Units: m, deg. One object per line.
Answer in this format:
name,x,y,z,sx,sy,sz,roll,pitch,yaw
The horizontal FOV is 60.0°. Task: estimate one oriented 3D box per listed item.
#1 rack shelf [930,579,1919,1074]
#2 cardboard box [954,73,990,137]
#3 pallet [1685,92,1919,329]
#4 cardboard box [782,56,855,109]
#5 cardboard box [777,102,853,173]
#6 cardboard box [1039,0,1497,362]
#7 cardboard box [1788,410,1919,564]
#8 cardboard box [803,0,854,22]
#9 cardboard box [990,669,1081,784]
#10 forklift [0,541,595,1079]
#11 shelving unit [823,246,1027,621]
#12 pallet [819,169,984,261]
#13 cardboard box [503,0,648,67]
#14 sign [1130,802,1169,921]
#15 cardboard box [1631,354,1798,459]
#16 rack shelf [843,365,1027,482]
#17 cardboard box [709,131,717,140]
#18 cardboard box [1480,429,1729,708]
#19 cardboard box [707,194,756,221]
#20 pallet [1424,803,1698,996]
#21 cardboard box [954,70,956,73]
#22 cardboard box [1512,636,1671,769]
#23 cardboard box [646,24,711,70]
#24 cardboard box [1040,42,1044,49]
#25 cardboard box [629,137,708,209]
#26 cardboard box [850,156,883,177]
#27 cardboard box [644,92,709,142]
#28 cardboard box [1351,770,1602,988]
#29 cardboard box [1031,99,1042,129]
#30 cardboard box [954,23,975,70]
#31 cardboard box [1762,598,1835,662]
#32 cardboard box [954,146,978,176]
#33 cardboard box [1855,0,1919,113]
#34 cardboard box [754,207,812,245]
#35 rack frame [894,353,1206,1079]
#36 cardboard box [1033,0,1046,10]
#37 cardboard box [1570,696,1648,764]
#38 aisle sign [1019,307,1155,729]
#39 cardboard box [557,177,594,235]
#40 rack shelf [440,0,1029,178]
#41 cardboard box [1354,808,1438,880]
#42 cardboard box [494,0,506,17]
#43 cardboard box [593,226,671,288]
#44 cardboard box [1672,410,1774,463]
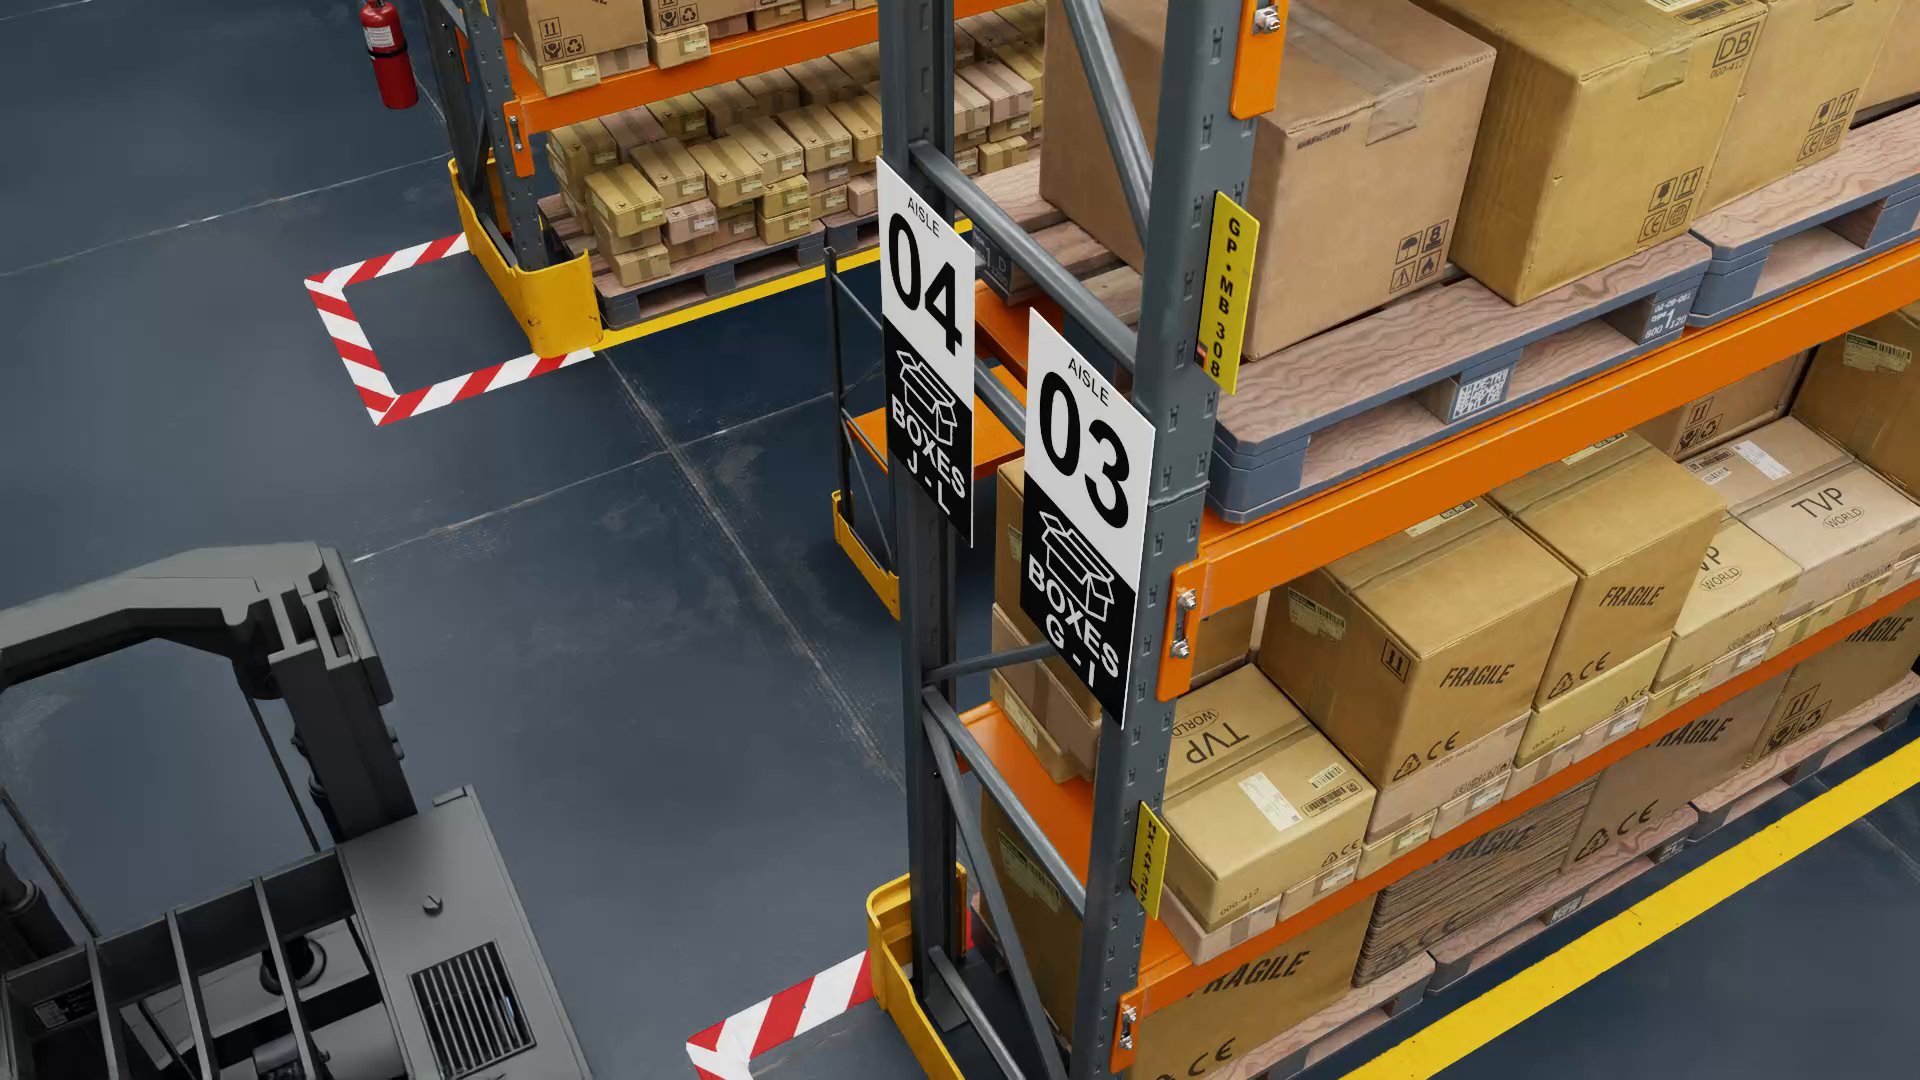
rack shelf,1.875,0.269,5.265,4.000,0.370,1.077,-22,48,-21
cardboard box,-0.048,-2.277,8.690,0.250,0.149,0.380,-23,49,-22
pallet,1.838,-1.030,3.997,1.213,0.211,1.003,-22,48,-21
cardboard box,-0.757,-2.425,8.843,0.250,0.149,0.380,-23,49,-22
cardboard box,-0.739,-2.048,8.454,0.250,0.149,0.380,-20,48,-19
cardboard box,0.565,-0.807,3.258,0.500,0.500,0.700,-25,49,-23
cardboard box,2.909,-0.243,5.171,0.500,0.250,0.500,-20,48,-20
cardboard box,-0.707,-2.645,7.931,0.250,0.149,0.380,-23,49,-22
cardboard box,0.285,0.472,4.719,0.250,0.149,0.380,-21,48,-20
forklift,-1.250,1.559,3.469,1.130,2.935,3.031,-20,48,-20
shelving unit,0.066,-0.565,6.684,1.083,1.500,0.587,-22,48,-21
pallet,-0.398,-2.032,9.122,1.213,0.211,1.003,-22,48,-21
cardboard box,-1.716,-2.457,7.272,0.500,0.500,0.500,-20,47,-19
sign,0.412,0.703,3.623,0.005,0.325,0.100,-22,48,-21
cardboard box,2.186,-0.644,5.045,0.500,0.500,0.500,-23,49,-22
rack shelf,0.074,-0.439,6.813,1.000,0.185,0.538,-22,48,-21
cardboard box,-1.193,-2.128,8.750,0.250,0.149,0.380,-22,48,-21
cardboard box,1.571,0.022,4.358,0.500,0.500,0.500,-23,49,-22
cardboard box,-1.227,-1.786,8.398,0.250,0.149,0.380,-21,48,-20
pallet,1.851,0.960,6.038,1.213,0.211,1.003,-22,48,-21
cardboard box,-0.102,-2.594,9.230,0.250,0.149,0.380,-20,47,-19
cardboard box,1.576,0.292,4.619,0.500,0.250,0.500,-23,49,-22
cardboard box,-1.339,-2.324,7.601,0.250,0.149,0.380,-23,49,-22
cardboard box,0.633,-2.571,8.993,0.250,0.149,0.380,-22,48,-21
cardboard box,-1.440,-1.812,8.211,0.250,0.149,0.380,-21,48,-20
cardboard box,-0.553,-2.078,8.699,0.250,0.149,0.380,-19,47,-19
cardboard box,-1.502,-2.222,8.634,0.250,0.149,0.380,-23,49,-22
cardboard box,1.445,0.730,5.497,0.875,0.875,0.875,-22,48,-21
cardboard box,0.392,-2.414,9.045,0.250,0.149,0.380,-21,48,-21
cardboard box,-0.116,-2.740,9.167,0.250,0.149,0.380,-21,48,-20
cardboard box,2.393,0.157,5.045,0.250,0.149,0.380,-23,48,-22
cardboard box,-0.102,-2.090,8.925,0.250,0.149,0.380,-21,48,-20
cardboard box,1.968,-1.395,3.864,0.500,0.500,0.700,-20,48,-19
cardboard box,-0.955,-1.695,8.517,0.250,0.149,0.380,-21,48,-20
rack frame,0.140,0.705,4.300,0.127,3.000,1.000,-22,48,-21
cardboard box,0.555,-3.000,9.435,0.250,0.149,0.380,-20,47,-19
cardboard box,1.726,0.423,4.770,0.250,0.149,0.380,-22,48,-21
aisle sign,0.228,-0.022,3.182,0.004,0.787,0.394,-22,48,-21
cardboard box,-1.890,-1.762,8.586,0.250,0.149,0.380,-21,48,-20
rack shelf,-0.509,-2.761,8.387,4.000,0.370,1.077,-22,48,-21
cardboard box,1.056,0.692,4.493,0.250,0.149,0.380,-23,49,-22
cardboard box,-1.981,-2.780,7.604,0.500,0.500,0.500,-21,48,-20
cardboard box,-1.629,-1.442,8.257,0.250,0.149,0.380,-21,48,-20
cardboard box,2.191,-0.379,5.310,0.500,0.250,0.500,-21,48,-20
